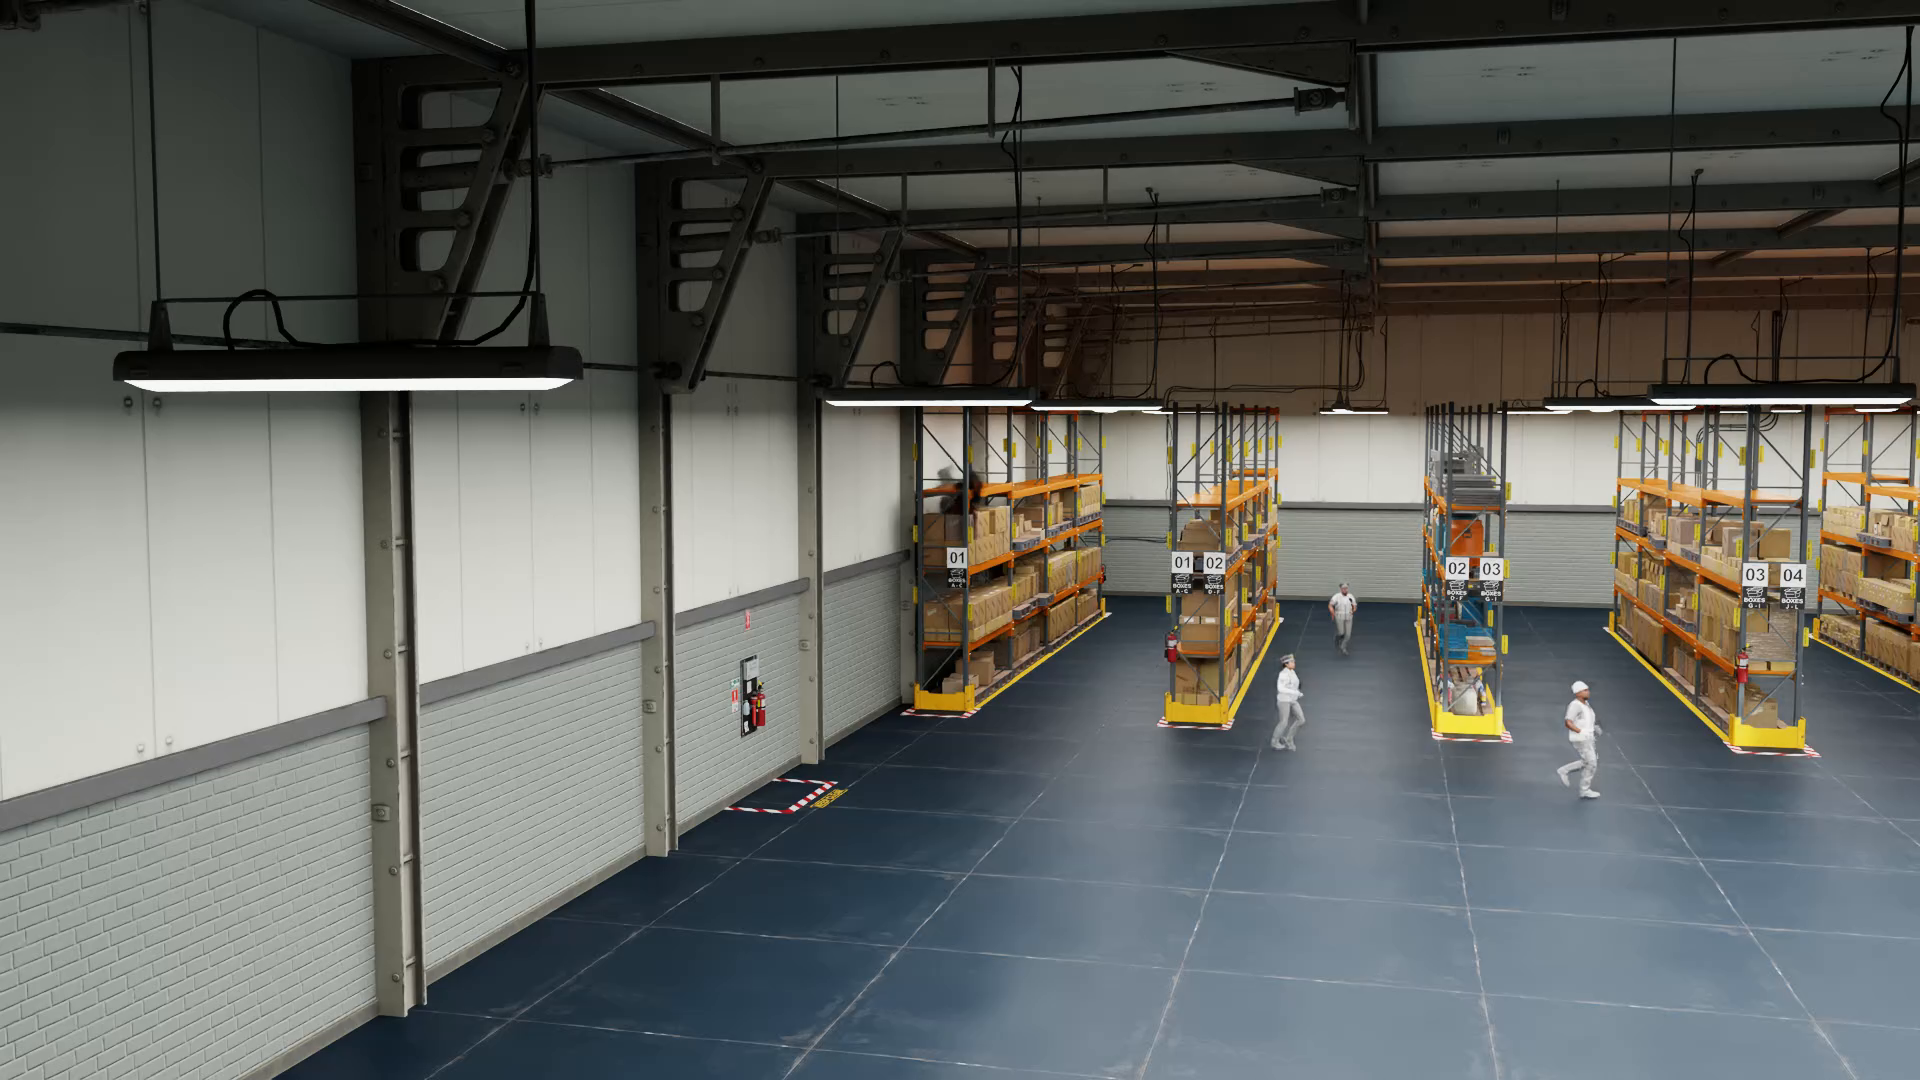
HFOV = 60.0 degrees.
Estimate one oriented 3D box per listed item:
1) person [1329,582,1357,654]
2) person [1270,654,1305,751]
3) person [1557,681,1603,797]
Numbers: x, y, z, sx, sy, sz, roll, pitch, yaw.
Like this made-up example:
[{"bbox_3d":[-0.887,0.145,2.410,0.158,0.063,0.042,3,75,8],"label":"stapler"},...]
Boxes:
[{"bbox_3d":[9.280,1.888,40.175,0.658,1.740,0.591,0,4,-2],"label":"person"},{"bbox_3d":[5.627,2.784,28.472,0.664,1.699,0.612,4,6,43],"label":"person"},{"bbox_3d":[9.347,3.000,25.115,0.675,1.735,0.685,3,5,34],"label":"person"}]
